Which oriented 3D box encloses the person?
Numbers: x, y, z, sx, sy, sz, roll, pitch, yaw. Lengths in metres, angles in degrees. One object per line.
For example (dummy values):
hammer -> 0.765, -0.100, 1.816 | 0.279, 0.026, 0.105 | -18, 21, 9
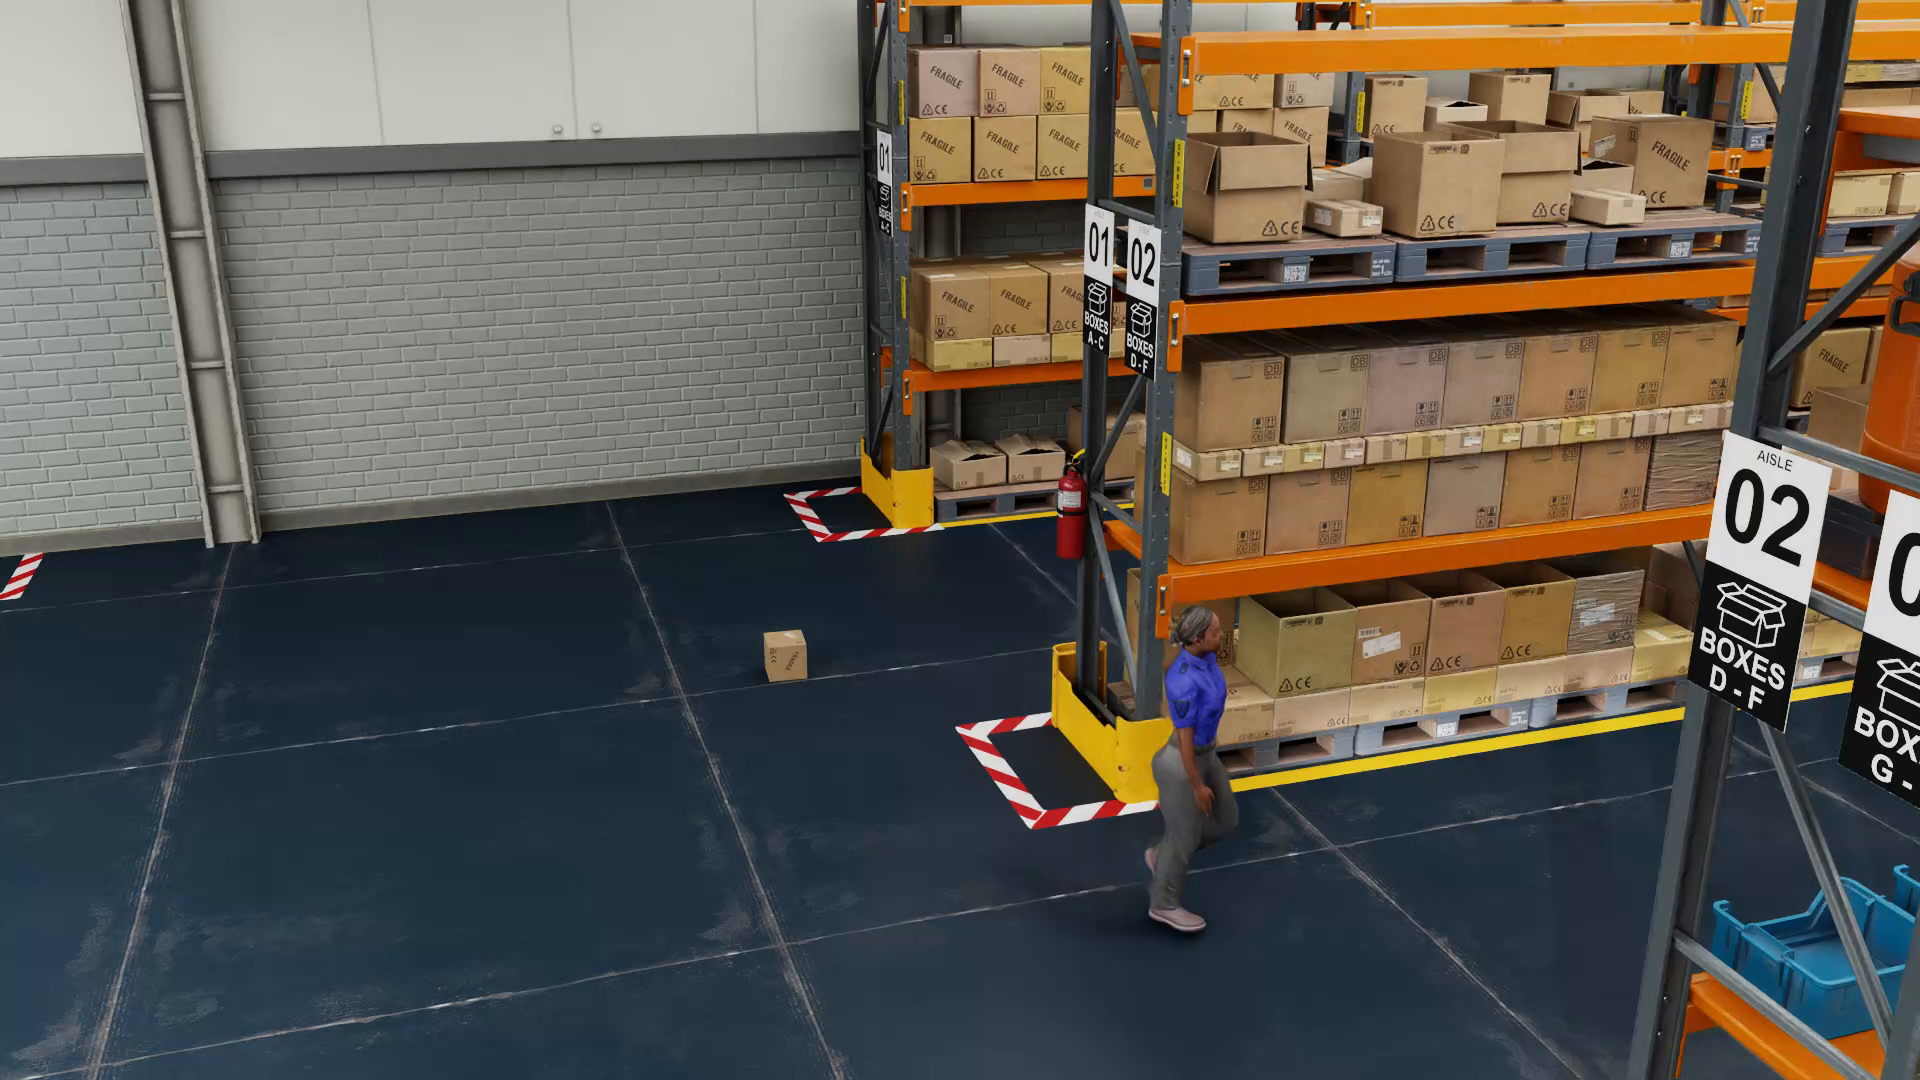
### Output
person -> 1.095, 1.074, 7.965 | 0.460, 1.652, 0.452 | 9, 21, 24
